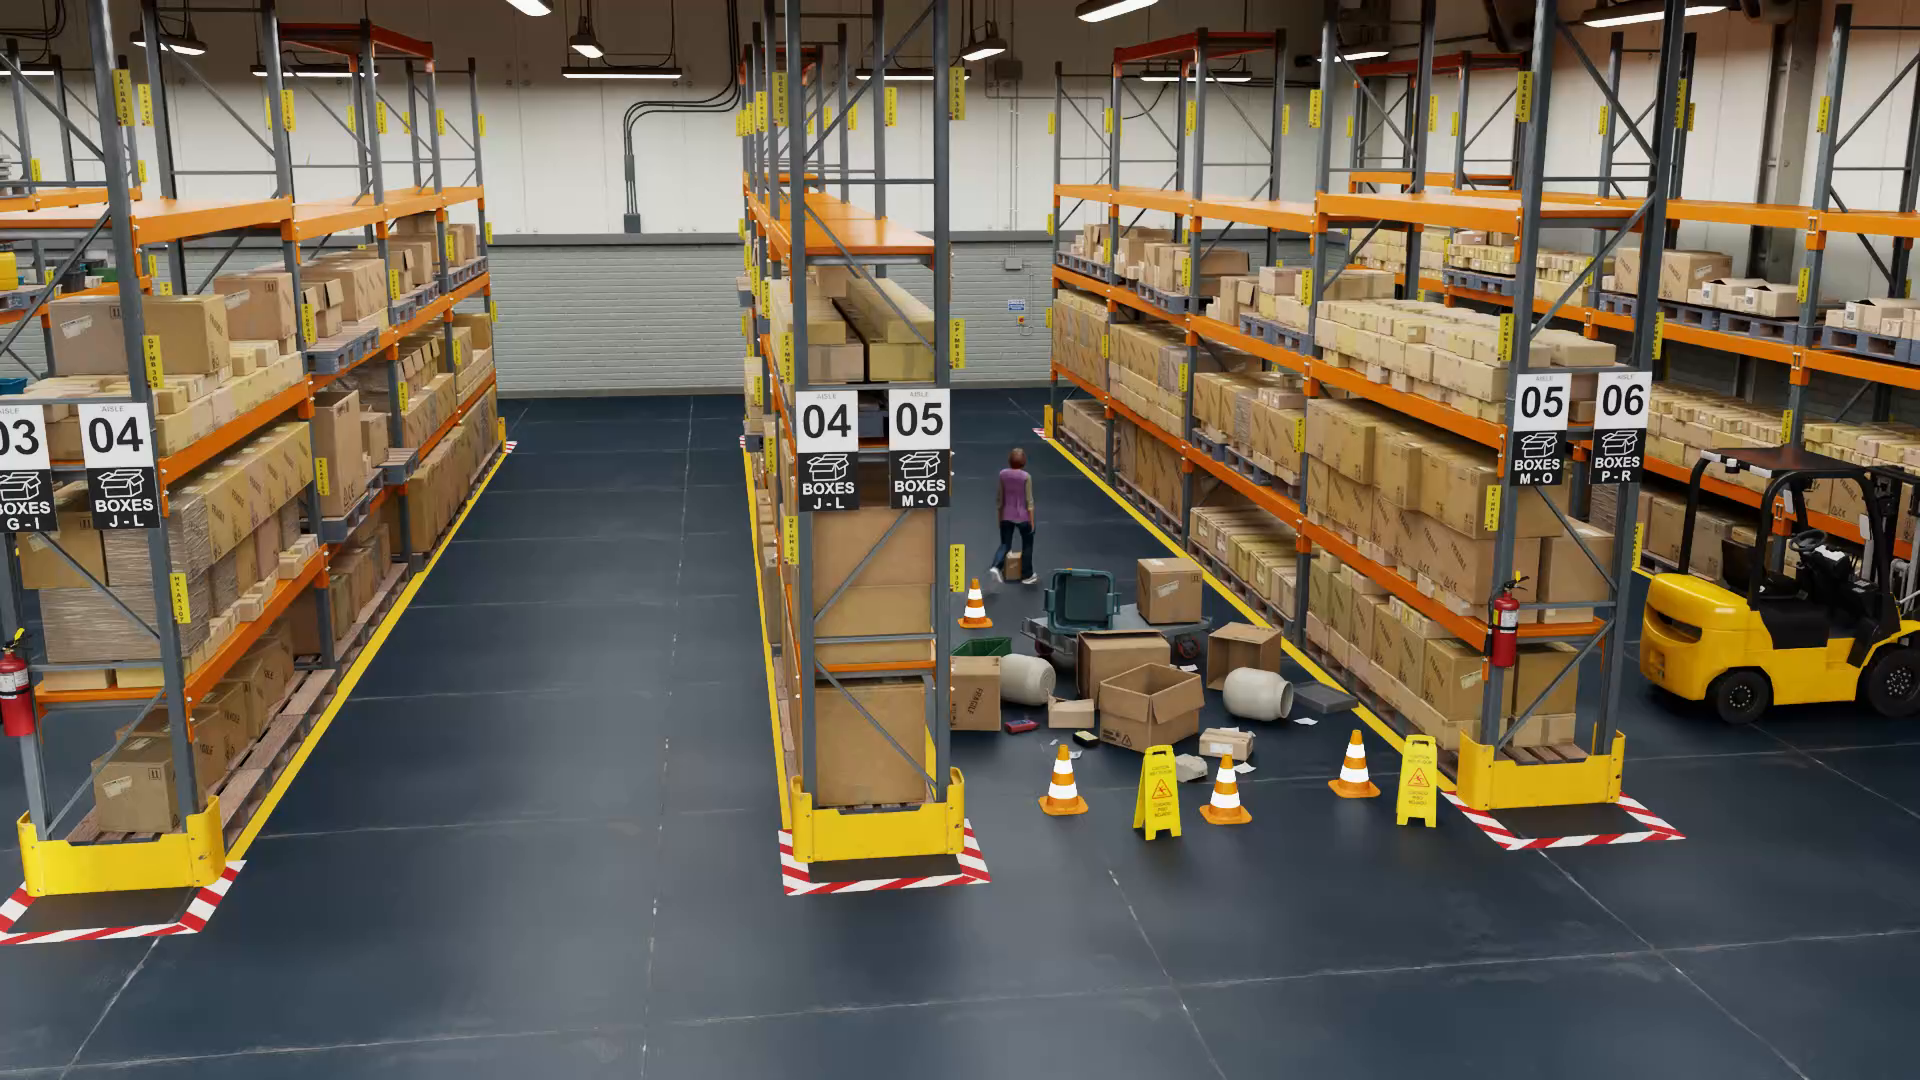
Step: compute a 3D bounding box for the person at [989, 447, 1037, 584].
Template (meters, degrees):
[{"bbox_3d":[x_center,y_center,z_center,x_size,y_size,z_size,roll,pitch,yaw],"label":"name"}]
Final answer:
[{"bbox_3d":[0.614,-0.248,18.074,0.435,1.554,0.788,5,14,21],"label":"person"}]
